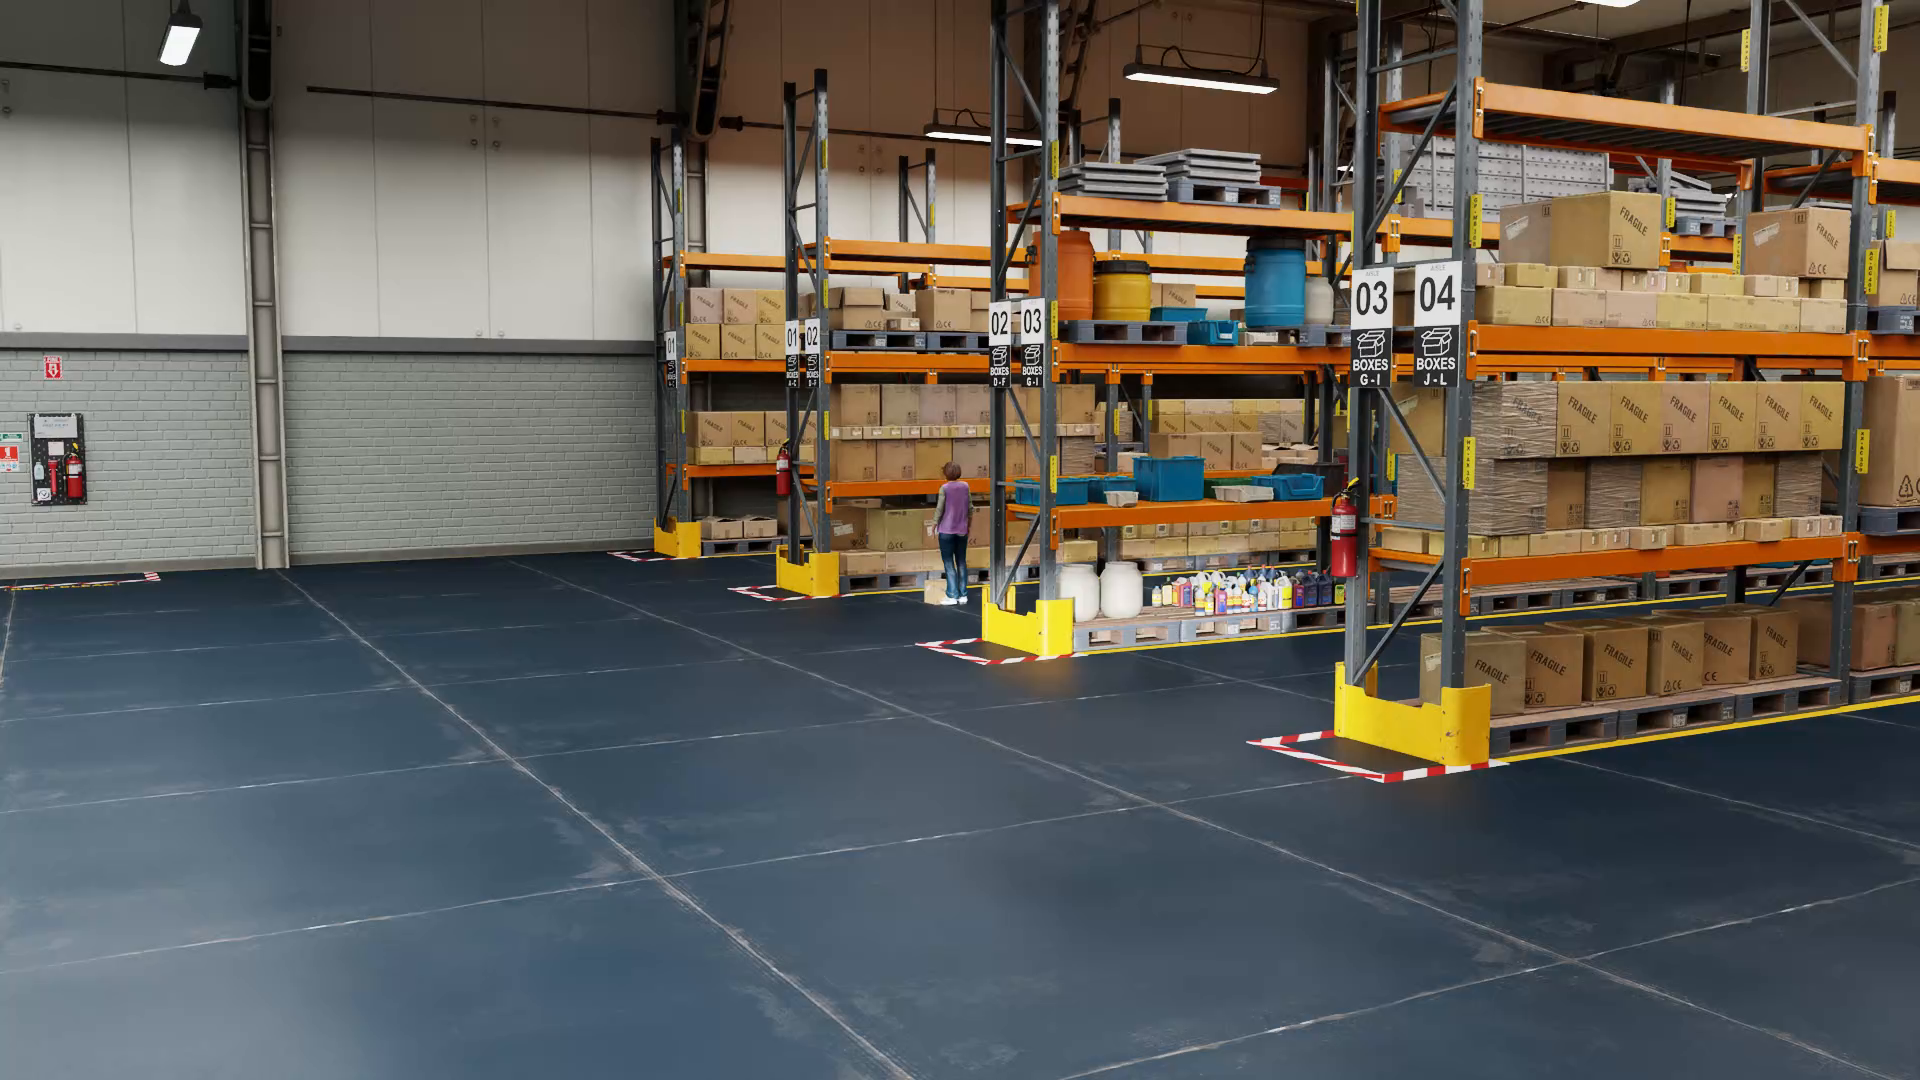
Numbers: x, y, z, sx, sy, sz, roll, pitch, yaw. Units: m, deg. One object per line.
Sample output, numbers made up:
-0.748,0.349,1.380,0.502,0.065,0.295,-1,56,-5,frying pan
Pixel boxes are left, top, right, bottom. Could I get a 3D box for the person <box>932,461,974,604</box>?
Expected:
-0.109,-0.084,18.463,0.521,1.599,0.472,-3,6,-29,person
